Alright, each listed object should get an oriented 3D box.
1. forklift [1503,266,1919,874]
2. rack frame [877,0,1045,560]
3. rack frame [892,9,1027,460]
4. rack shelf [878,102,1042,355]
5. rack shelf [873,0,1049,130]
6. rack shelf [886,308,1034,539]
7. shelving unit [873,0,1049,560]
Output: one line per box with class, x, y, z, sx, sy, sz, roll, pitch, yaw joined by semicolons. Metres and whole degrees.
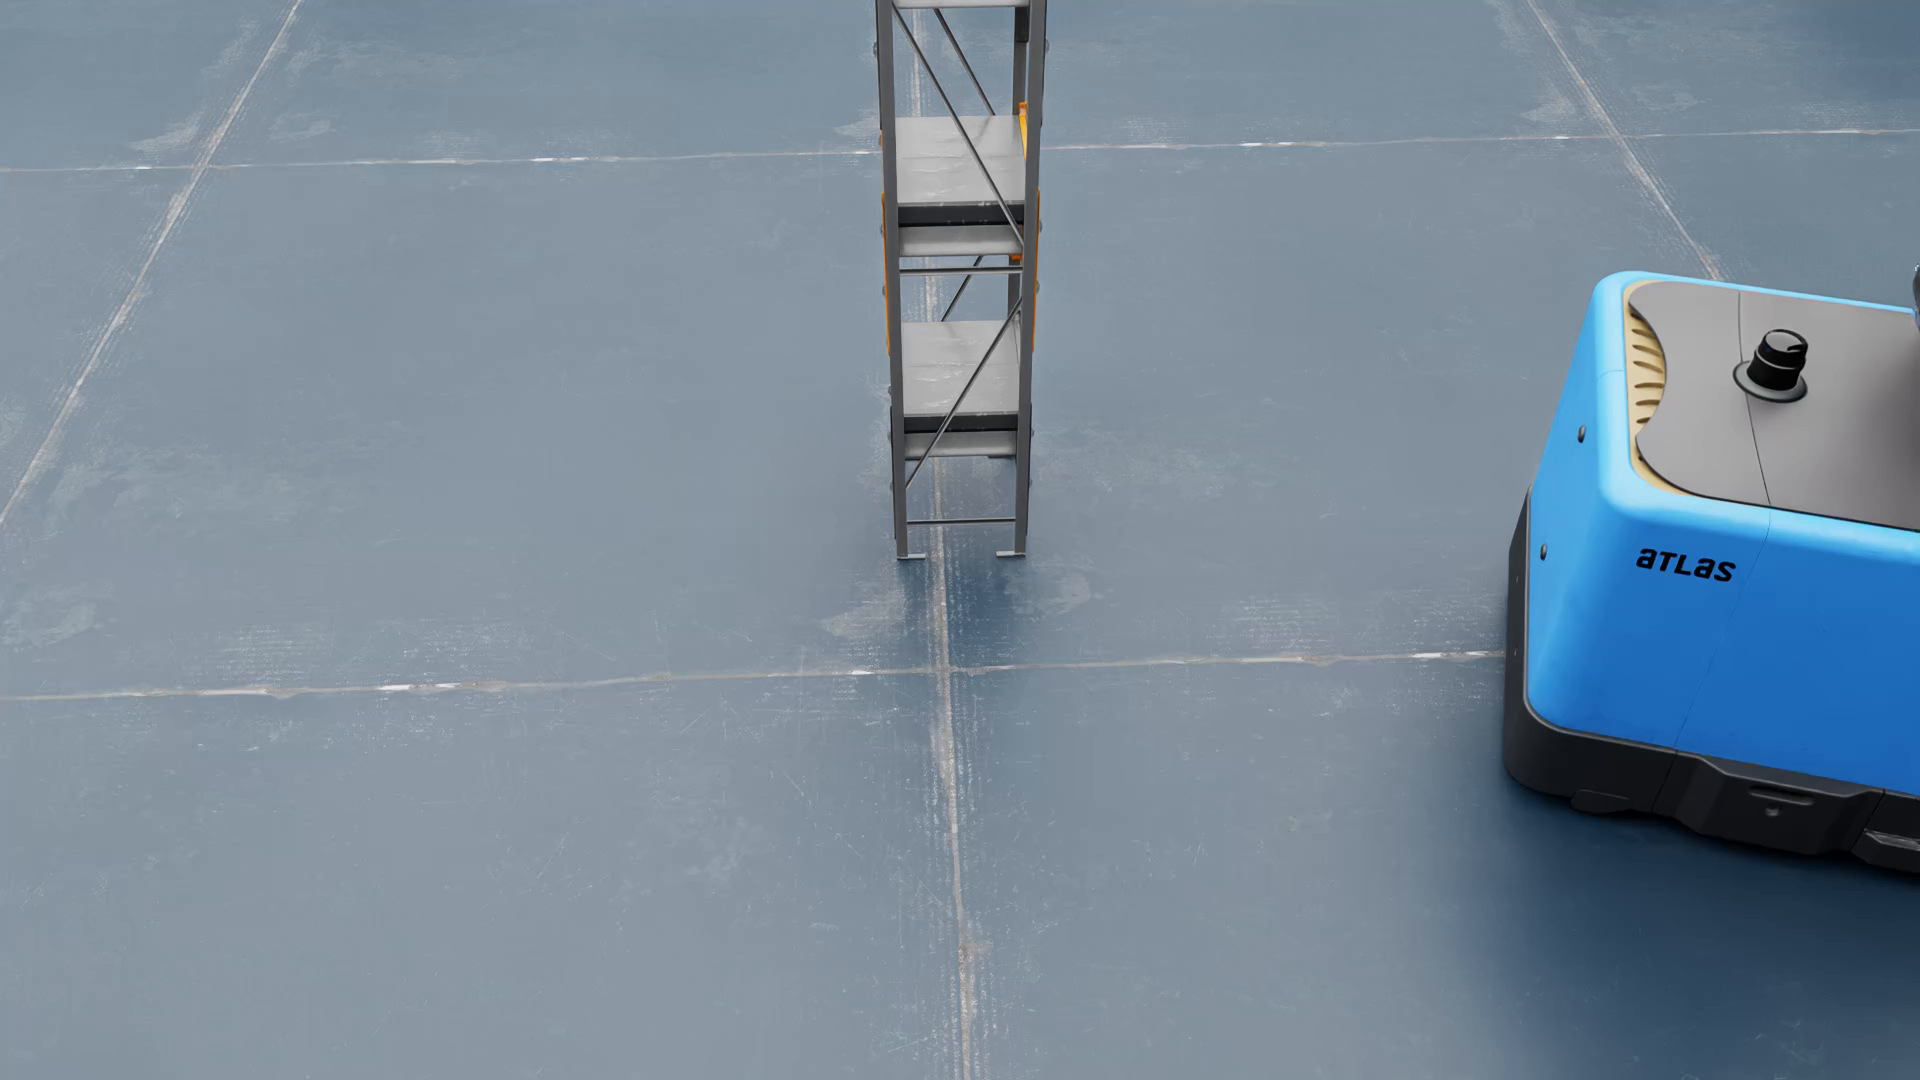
forklift;3.043;-0.456;3.579;3.031;2.935;1.130;10;43;11
rack frame;0.003;-0.721;4.483;0.400;2.100;0.015;-2;43;-2
rack frame;-0.017;-1.051;4.842;0.400;2.100;0.015;-2;43;-2
rack shelf;-0.007;-0.876;4.672;0.431;0.518;0.480;-2;43;-2
rack shelf;-0.007;-1.392;4.199;0.431;0.518;0.480;-2;43;-2
rack shelf;-0.007;-0.360;5.145;0.431;0.518;0.480;-2;43;-2
shelving unit;-0.007;-0.886;4.662;0.431;2.100;0.503;-2;43;-2
